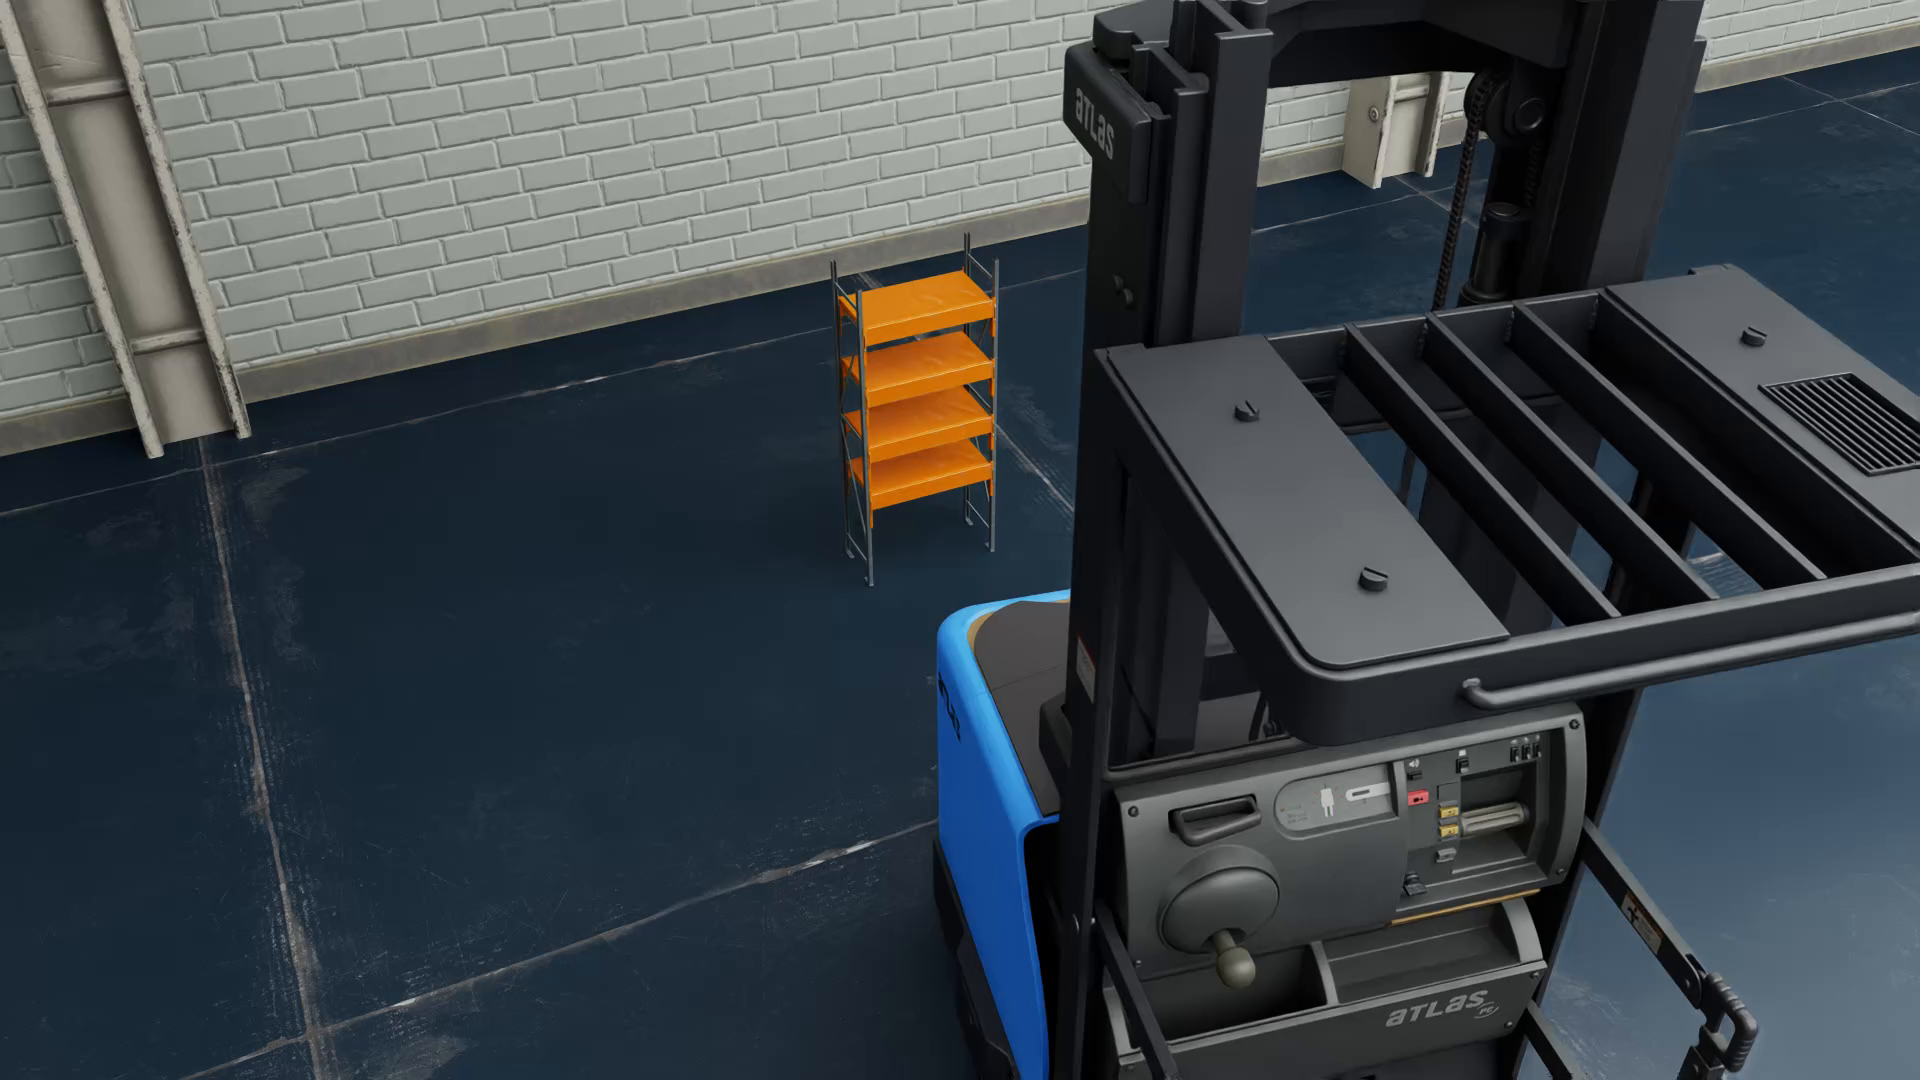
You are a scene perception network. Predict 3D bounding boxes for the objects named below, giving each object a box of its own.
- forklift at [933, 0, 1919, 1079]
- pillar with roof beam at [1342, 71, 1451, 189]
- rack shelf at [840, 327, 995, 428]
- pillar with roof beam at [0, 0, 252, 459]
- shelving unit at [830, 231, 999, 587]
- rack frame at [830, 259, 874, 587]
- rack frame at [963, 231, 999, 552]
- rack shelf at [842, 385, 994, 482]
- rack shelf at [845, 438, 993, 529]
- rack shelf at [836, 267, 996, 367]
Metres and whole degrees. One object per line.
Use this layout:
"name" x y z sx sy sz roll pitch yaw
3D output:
"forklift" 0.798 0.636 2.932 1.130 2.935 3.031 -9 38 -12
"pillar with roof beam" 4.110 -3.271 3.106 0.400 9.000 9.100 -16 39 -20
"rack shelf" -0.150 -0.566 5.743 0.480 0.148 0.258 -16 39 -20
"pillar with roof beam" -1.321 -1.752 1.058 0.400 9.000 9.100 -16 39 -20
"shelving unit" -0.150 -0.440 5.836 0.503 1.200 0.258 -16 39 -20
"rack frame" -0.371 -0.378 5.753 0.015 1.200 0.240 -16 39 -20
"rack frame" 0.071 -0.502 5.919 0.015 1.200 0.240 -16 39 -20
"rack shelf" -0.150 -0.386 5.876 0.480 0.148 0.258 -16 39 -20
"rack shelf" -0.150 -0.226 5.994 0.480 0.148 0.258 -16 39 -20
"rack shelf" -0.150 -0.756 5.602 0.480 0.148 0.258 -16 39 -20
